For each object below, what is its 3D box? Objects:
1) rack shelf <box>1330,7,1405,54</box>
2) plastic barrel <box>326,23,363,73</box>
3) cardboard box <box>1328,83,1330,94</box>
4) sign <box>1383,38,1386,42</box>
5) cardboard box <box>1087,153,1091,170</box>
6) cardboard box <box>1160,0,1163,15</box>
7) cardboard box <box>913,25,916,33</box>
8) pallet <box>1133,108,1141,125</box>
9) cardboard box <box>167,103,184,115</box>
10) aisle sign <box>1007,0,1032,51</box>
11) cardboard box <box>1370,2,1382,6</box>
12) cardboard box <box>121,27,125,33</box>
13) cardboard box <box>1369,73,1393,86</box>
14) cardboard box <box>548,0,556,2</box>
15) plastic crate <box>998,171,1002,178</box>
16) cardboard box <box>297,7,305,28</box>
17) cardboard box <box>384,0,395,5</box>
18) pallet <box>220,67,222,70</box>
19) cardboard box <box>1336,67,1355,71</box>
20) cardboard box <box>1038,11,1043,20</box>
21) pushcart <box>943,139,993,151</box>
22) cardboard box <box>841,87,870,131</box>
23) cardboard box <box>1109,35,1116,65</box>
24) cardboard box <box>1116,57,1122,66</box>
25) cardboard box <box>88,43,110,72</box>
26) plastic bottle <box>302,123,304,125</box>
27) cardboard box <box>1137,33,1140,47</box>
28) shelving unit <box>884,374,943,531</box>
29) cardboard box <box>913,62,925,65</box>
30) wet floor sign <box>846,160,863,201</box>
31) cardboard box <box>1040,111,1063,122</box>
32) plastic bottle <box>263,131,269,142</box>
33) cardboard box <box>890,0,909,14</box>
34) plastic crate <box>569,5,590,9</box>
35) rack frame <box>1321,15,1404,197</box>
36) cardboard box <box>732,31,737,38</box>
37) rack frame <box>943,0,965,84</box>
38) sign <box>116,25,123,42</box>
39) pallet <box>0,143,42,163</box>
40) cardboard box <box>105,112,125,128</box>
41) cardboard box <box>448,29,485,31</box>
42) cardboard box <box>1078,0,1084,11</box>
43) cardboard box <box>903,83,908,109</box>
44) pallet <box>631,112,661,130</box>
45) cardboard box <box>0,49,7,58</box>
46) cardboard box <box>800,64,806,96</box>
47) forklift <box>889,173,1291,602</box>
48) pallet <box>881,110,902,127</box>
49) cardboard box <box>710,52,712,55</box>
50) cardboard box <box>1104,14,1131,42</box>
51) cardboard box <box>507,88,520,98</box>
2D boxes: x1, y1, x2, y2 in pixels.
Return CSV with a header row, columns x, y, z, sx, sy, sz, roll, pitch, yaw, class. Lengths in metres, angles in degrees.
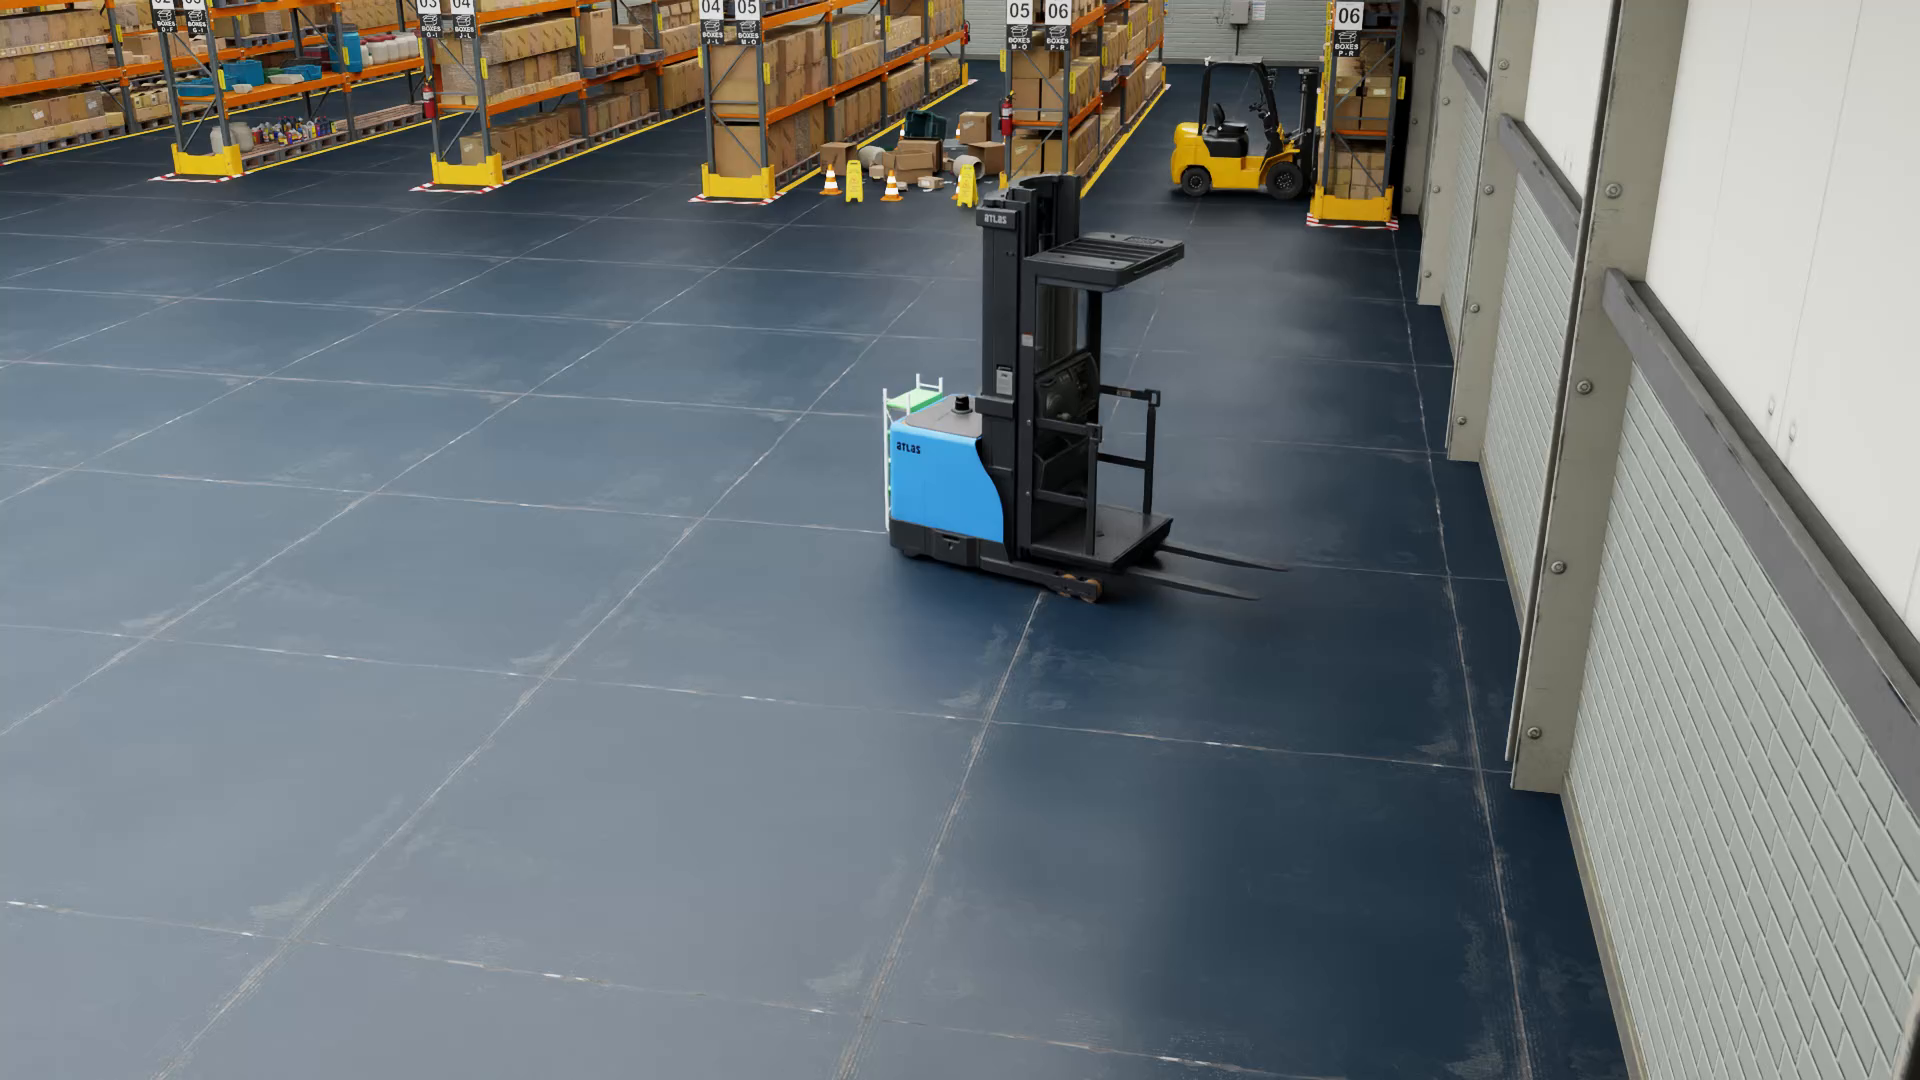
x,y,z,sx,sy,sz,roll,pitch,yaw,class
6.484,-8.178,26.622,1.077,0.370,4.000,4,22,11,rack shelf
-12.143,-9.712,32.813,0.600,0.901,0.708,4,22,11,plastic barrel
5.895,-6.980,25.697,0.380,0.149,0.250,5,22,12,cardboard box
8.252,-9.810,32.178,0.100,0.325,0.005,4,22,11,sign
1.967,-6.530,28.701,0.500,0.250,0.500,5,22,12,cardboard box
4.537,-12.739,39.528,0.500,0.500,0.500,5,22,11,cardboard box
-1.196,-11.363,36.960,0.380,0.149,0.250,5,23,13,cardboard box
3.334,-9.125,35.759,1.003,0.211,1.213,4,22,11,pallet
-16.833,-9.165,35.243,0.500,0.250,0.500,4,22,9,cardboard box
0.919,-7.971,25.680,0.394,0.787,0.004,4,22,11,aisle sign
6.234,-8.615,25.914,0.700,0.500,0.500,5,22,11,cardboard box
-20.613,-12.419,40.515,0.380,0.149,0.250,4,22,11,cardboard box
6.469,-7.073,25.530,0.380,0.149,0.250,5,23,13,cardboard box
-7.624,-9.929,30.207,0.500,0.250,0.500,5,22,12,cardboard box
0.909,-6.362,29.075,0.402,0.080,0.583,-3,22,-8,plastic crate
-16.128,-12.495,39.697,0.700,0.500,0.500,8,23,19,cardboard box
-14.943,-14.081,42.859,0.500,0.500,0.500,5,22,12,cardboard box
-19.855,-12.913,45.165,1.003,0.211,1.213,4,22,11,pallet
6.057,-7.400,26.343,0.380,0.149,0.250,5,22,12,cardboard box
1.121,-8.380,26.498,0.380,0.149,0.250,5,23,13,cardboard box
-0.210,-7.168,30.676,1.648,0.377,0.936,-3,22,-8,pushcart
-2.406,-8.647,33.289,1.050,0.750,0.750,5,22,12,cardboard box
2.624,-9.120,30.920,0.500,0.500,0.500,4,22,11,cardboard box
2.918,-9.239,32.084,0.380,0.149,0.250,5,22,12,cardboard box
-17.451,-9.624,33.131,0.700,0.500,0.500,4,22,10,cardboard box
-12.578,-7.858,31.927,0.061,0.283,0.133,4,22,11,plastic bottle
3.530,-10.575,35.158,0.500,0.250,0.500,5,22,12,cardboard box
-0.372,-0.694,13.500,0.258,1.200,0.503,13,25,28,shelving unit
-0.976,-11.550,40.505,0.380,0.149,0.250,5,23,13,cardboard box
-1.718,-5.852,27.051,0.267,0.644,0.232,1,22,2,wet floor sign
1.488,-6.757,26.484,0.380,0.149,0.250,5,22,11,cardboard box
-13.157,-7.648,31.515,0.097,0.201,0.097,0,22,0,plastic bottle
-1.371,-12.335,38.127,0.500,0.500,0.500,4,22,9,cardboard box
-9.955,-13.658,43.153,0.616,0.435,0.499,4,22,11,plastic crate
6.076,-6.389,25.231,1.000,3.000,0.127,4,22,11,rack frame
-5.545,-12.068,39.671,0.380,0.149,0.250,5,23,13,cardboard box
-0.386,-12.957,41.542,1.000,3.000,0.127,4,22,11,rack frame
-16.823,-10.137,33.274,0.100,0.325,0.005,4,22,11,sign
-18.068,-7.267,31.145,1.003,0.211,1.213,4,22,11,pallet
-17.247,-8.474,33.527,0.500,0.250,0.500,4,22,11,cardboard box
-8.519,-8.572,28.784,0.500,0.500,0.500,4,22,11,cardboard box
1.691,-8.572,26.441,0.500,0.250,0.500,4,22,10,cardboard box
-1.425,-9.678,36.184,0.500,0.500,0.500,4,22,10,cardboard box
-7.014,-8.868,35.119,1.003,0.211,1.213,4,22,11,pallet
-17.789,-8.940,30.564,0.380,0.149,0.250,5,22,11,cardboard box
-3.214,-8.111,29.308,0.875,0.550,0.550,4,22,11,cardboard box
0.975,-1.128,12.261,3.031,2.935,1.130,13,25,28,forklift
-1.858,-9.024,35.508,1.003,0.211,1.213,4,22,11,pallet
-6.148,-10.883,38.674,1.225,0.875,0.875,5,22,11,cardboard box
3.188,-10.363,33.628,0.500,0.500,0.500,4,22,9,cardboard box
-7.970,-7.855,29.208,0.380,0.149,0.250,4,22,11,cardboard box
